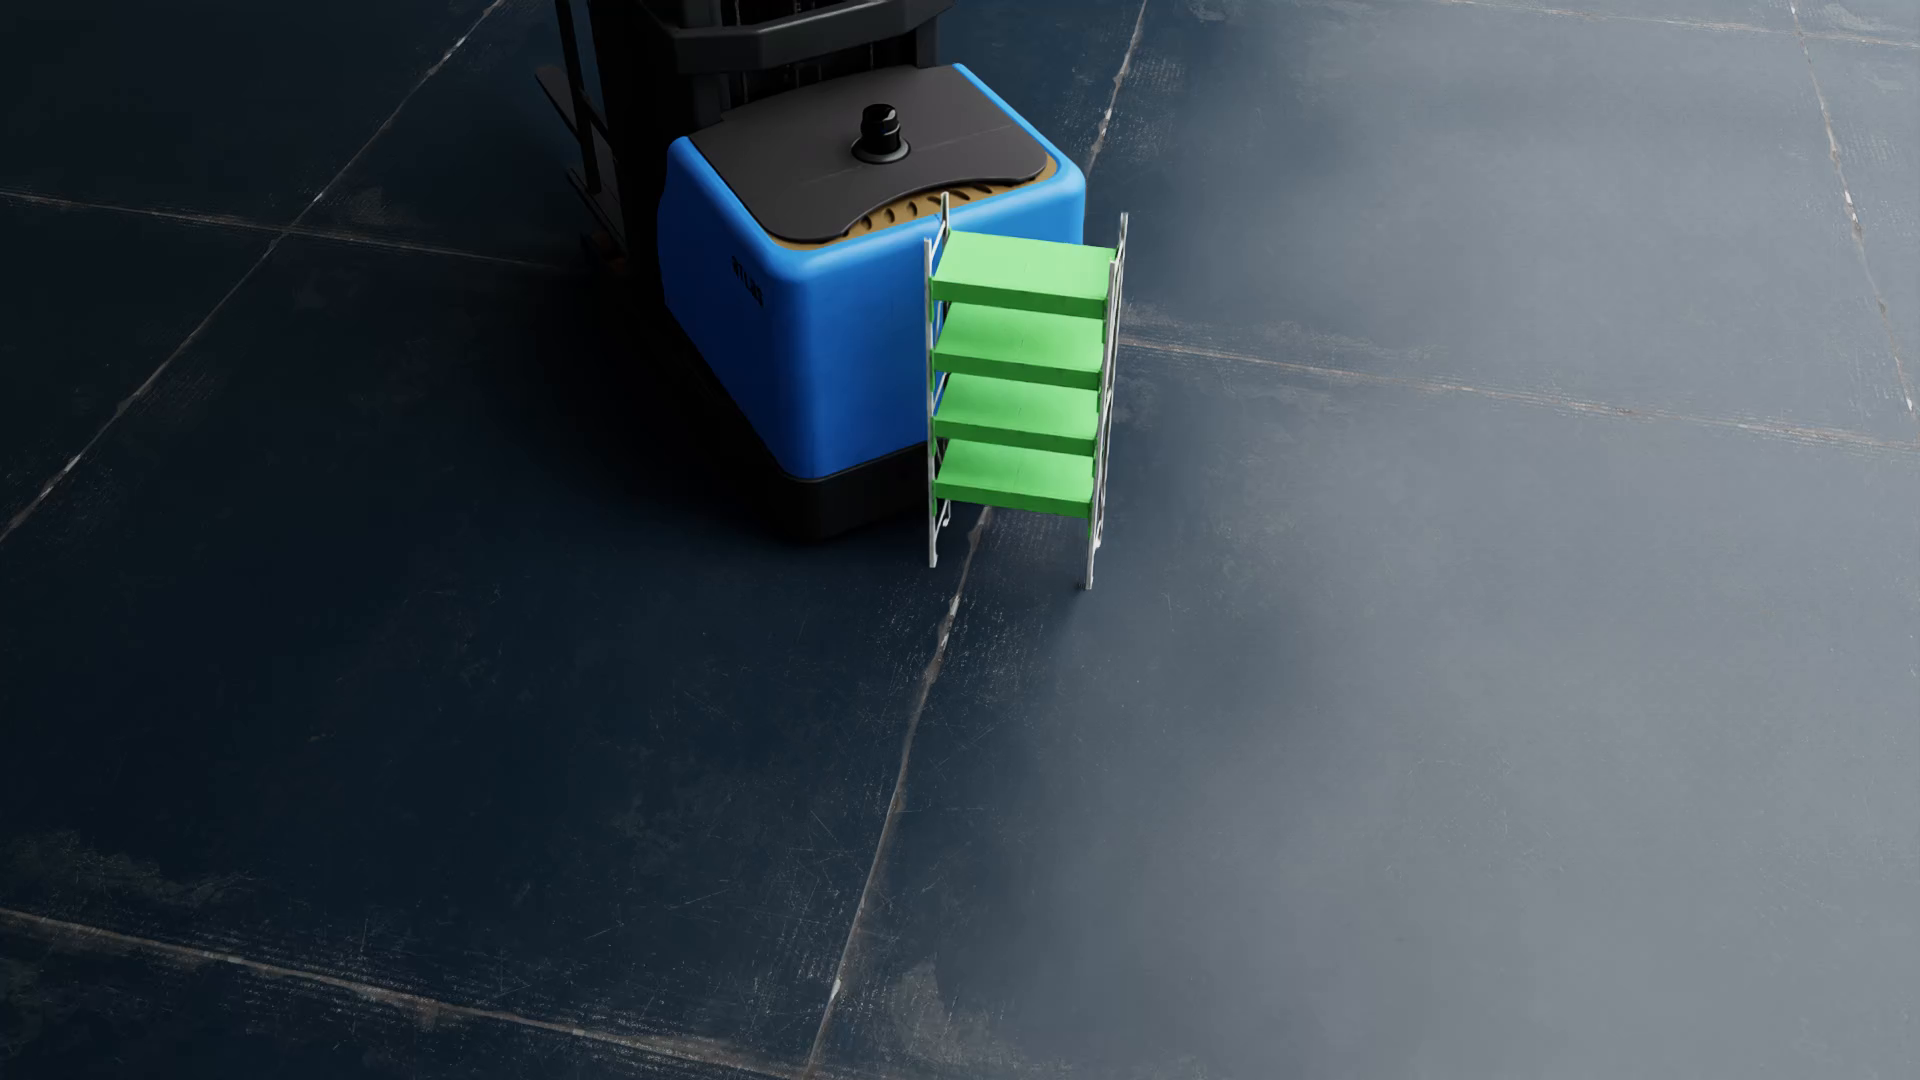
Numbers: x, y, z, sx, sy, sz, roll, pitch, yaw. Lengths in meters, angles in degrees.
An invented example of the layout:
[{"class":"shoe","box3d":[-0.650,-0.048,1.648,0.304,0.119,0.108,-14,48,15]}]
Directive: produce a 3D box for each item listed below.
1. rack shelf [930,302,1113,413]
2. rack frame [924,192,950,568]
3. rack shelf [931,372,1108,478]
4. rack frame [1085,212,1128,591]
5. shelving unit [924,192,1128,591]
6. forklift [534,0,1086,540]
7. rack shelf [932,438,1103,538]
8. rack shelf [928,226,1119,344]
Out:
[{"class":"rack shelf","box3d":[0.176,-0.521,4.672,0.480,0.148,0.258,8,44,8]},{"class":"rack frame","box3d":[-0.063,-0.428,4.829,0.015,1.200,0.240,8,44,8]},{"class":"rack shelf","box3d":[0.176,-0.348,4.838,0.480,0.148,0.258,8,44,8]},{"class":"rack frame","box3d":[0.415,-0.360,4.758,0.015,1.200,0.240,8,44,8]},{"class":"shelving unit","box3d":[0.176,-0.394,4.794,0.503,1.200,0.258,8,44,8]},{"class":"forklift","box3d":[-0.767,-2.074,5.291,1.130,2.935,3.031,-21,48,-20]},{"class":"rack shelf","box3d":[0.176,-0.175,5.004,0.480,0.148,0.258,8,44,8]},{"class":"rack shelf","box3d":[0.176,-0.693,4.505,0.480,0.148,0.258,8,44,8]}]
